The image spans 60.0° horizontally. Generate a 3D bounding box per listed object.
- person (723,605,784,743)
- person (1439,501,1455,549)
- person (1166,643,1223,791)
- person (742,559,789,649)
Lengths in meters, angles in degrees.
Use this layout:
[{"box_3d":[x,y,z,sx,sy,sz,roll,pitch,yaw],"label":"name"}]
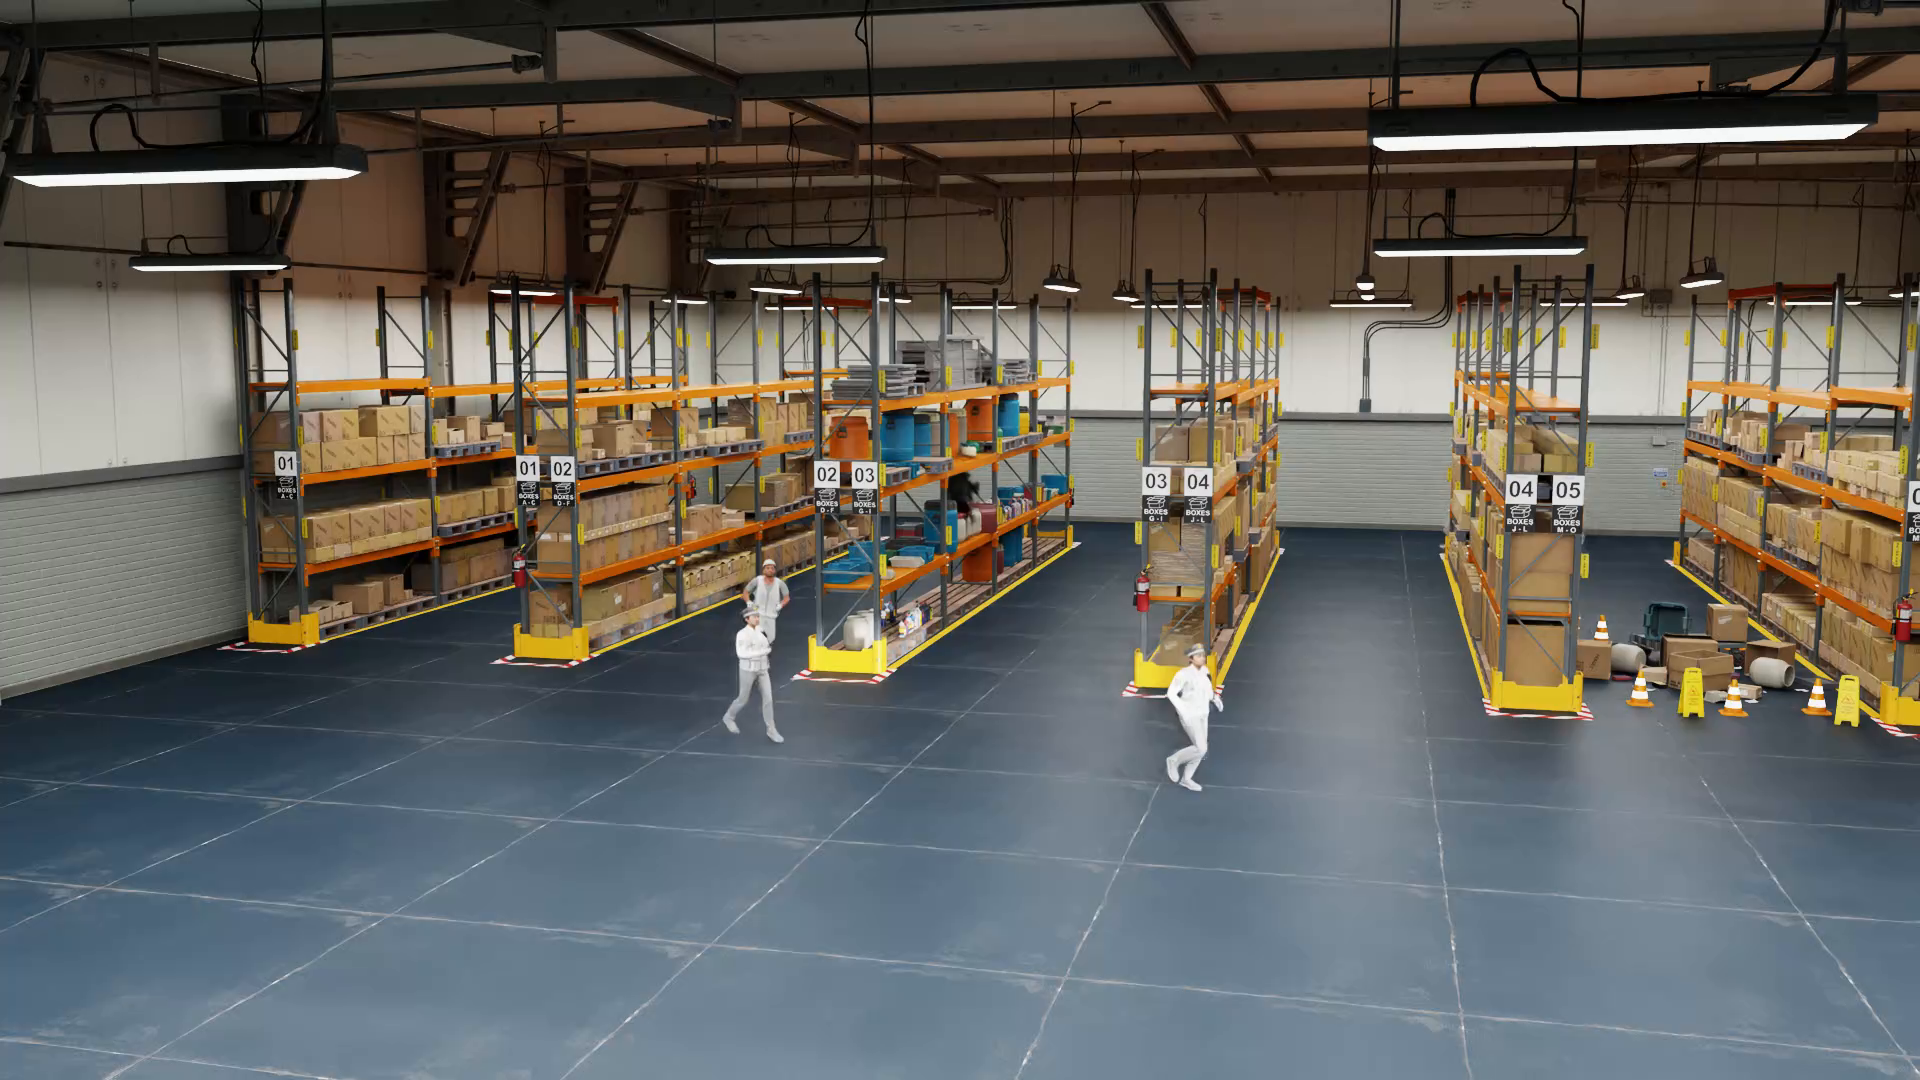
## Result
[{"box_3d":[-2.592,1.648,20.836,0.924,1.696,0.604,6,9,39],"label":"person"},{"box_3d":[11.739,-0.586,39.542,0.812,1.712,0.756,5,9,39],"label":"person"},{"box_3d":[2.652,1.964,18.593,0.582,1.669,0.569,-6,9,-42],"label":"person"},{"box_3d":[-2.918,1.152,25.074,0.703,1.743,0.767,-1,7,-11],"label":"person"}]
